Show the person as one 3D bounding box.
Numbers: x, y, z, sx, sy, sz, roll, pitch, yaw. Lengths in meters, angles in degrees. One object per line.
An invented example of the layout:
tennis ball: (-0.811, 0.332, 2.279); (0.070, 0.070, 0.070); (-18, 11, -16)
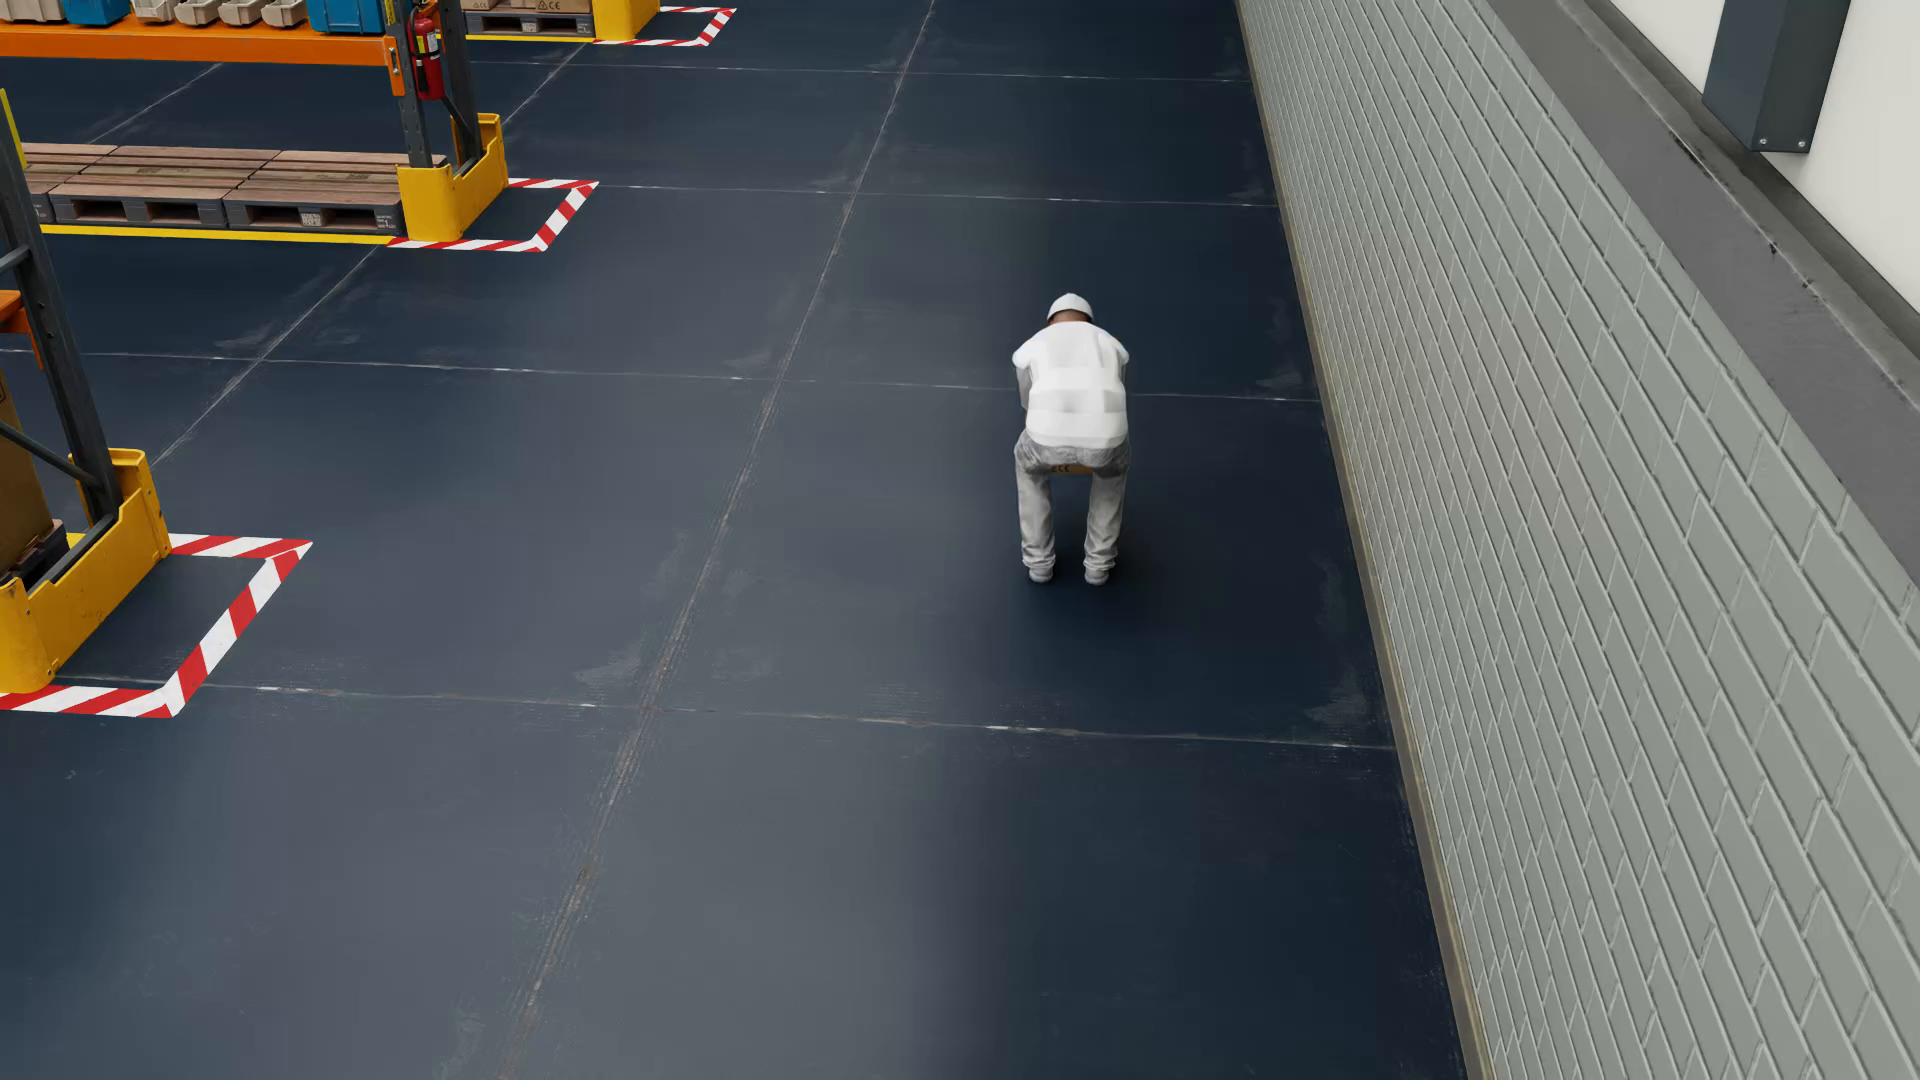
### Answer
person: (0.496, -0.468, 7.458); (0.526, 1.168, 0.967); (1, 32, 2)
